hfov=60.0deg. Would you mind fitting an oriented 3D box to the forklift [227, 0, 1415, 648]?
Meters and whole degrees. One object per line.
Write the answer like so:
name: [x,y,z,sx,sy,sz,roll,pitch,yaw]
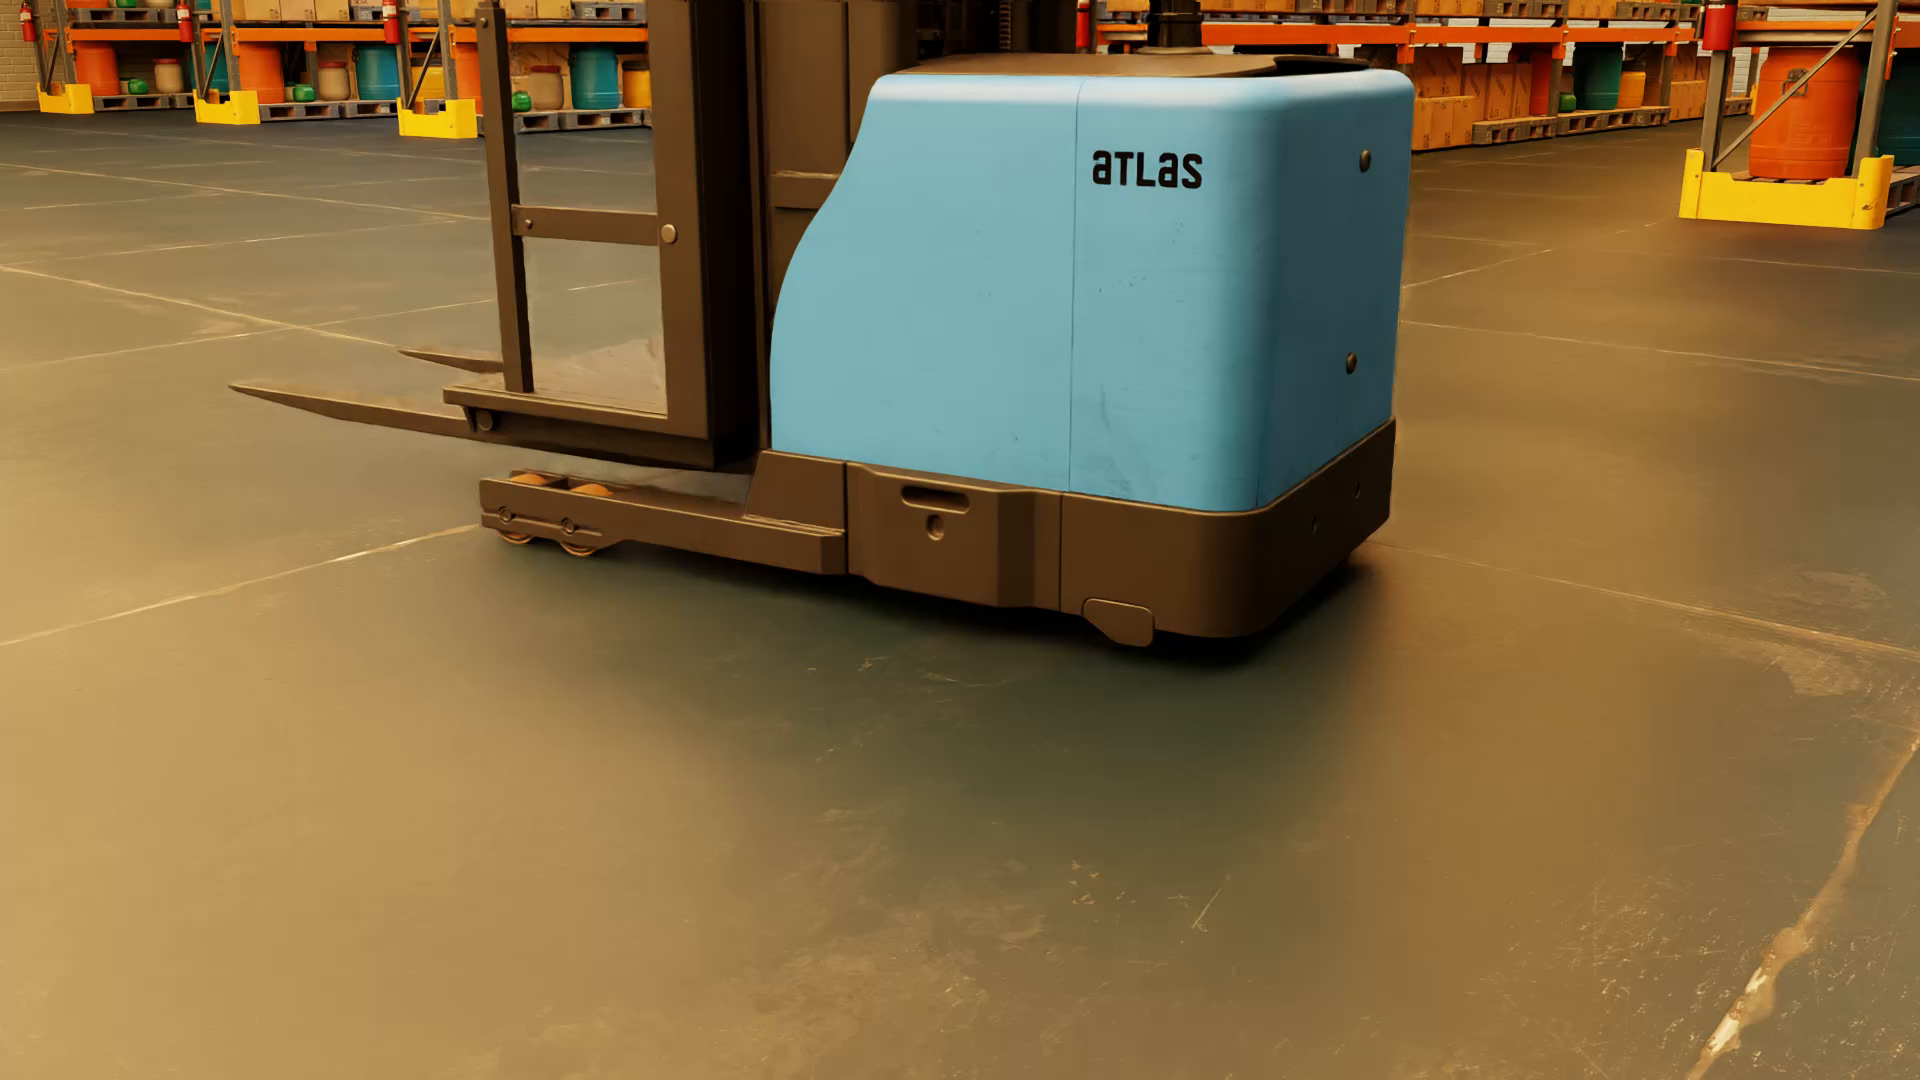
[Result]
forklift: [-0.540,-1.487,3.794,3.031,2.935,1.130,9,19,28]
